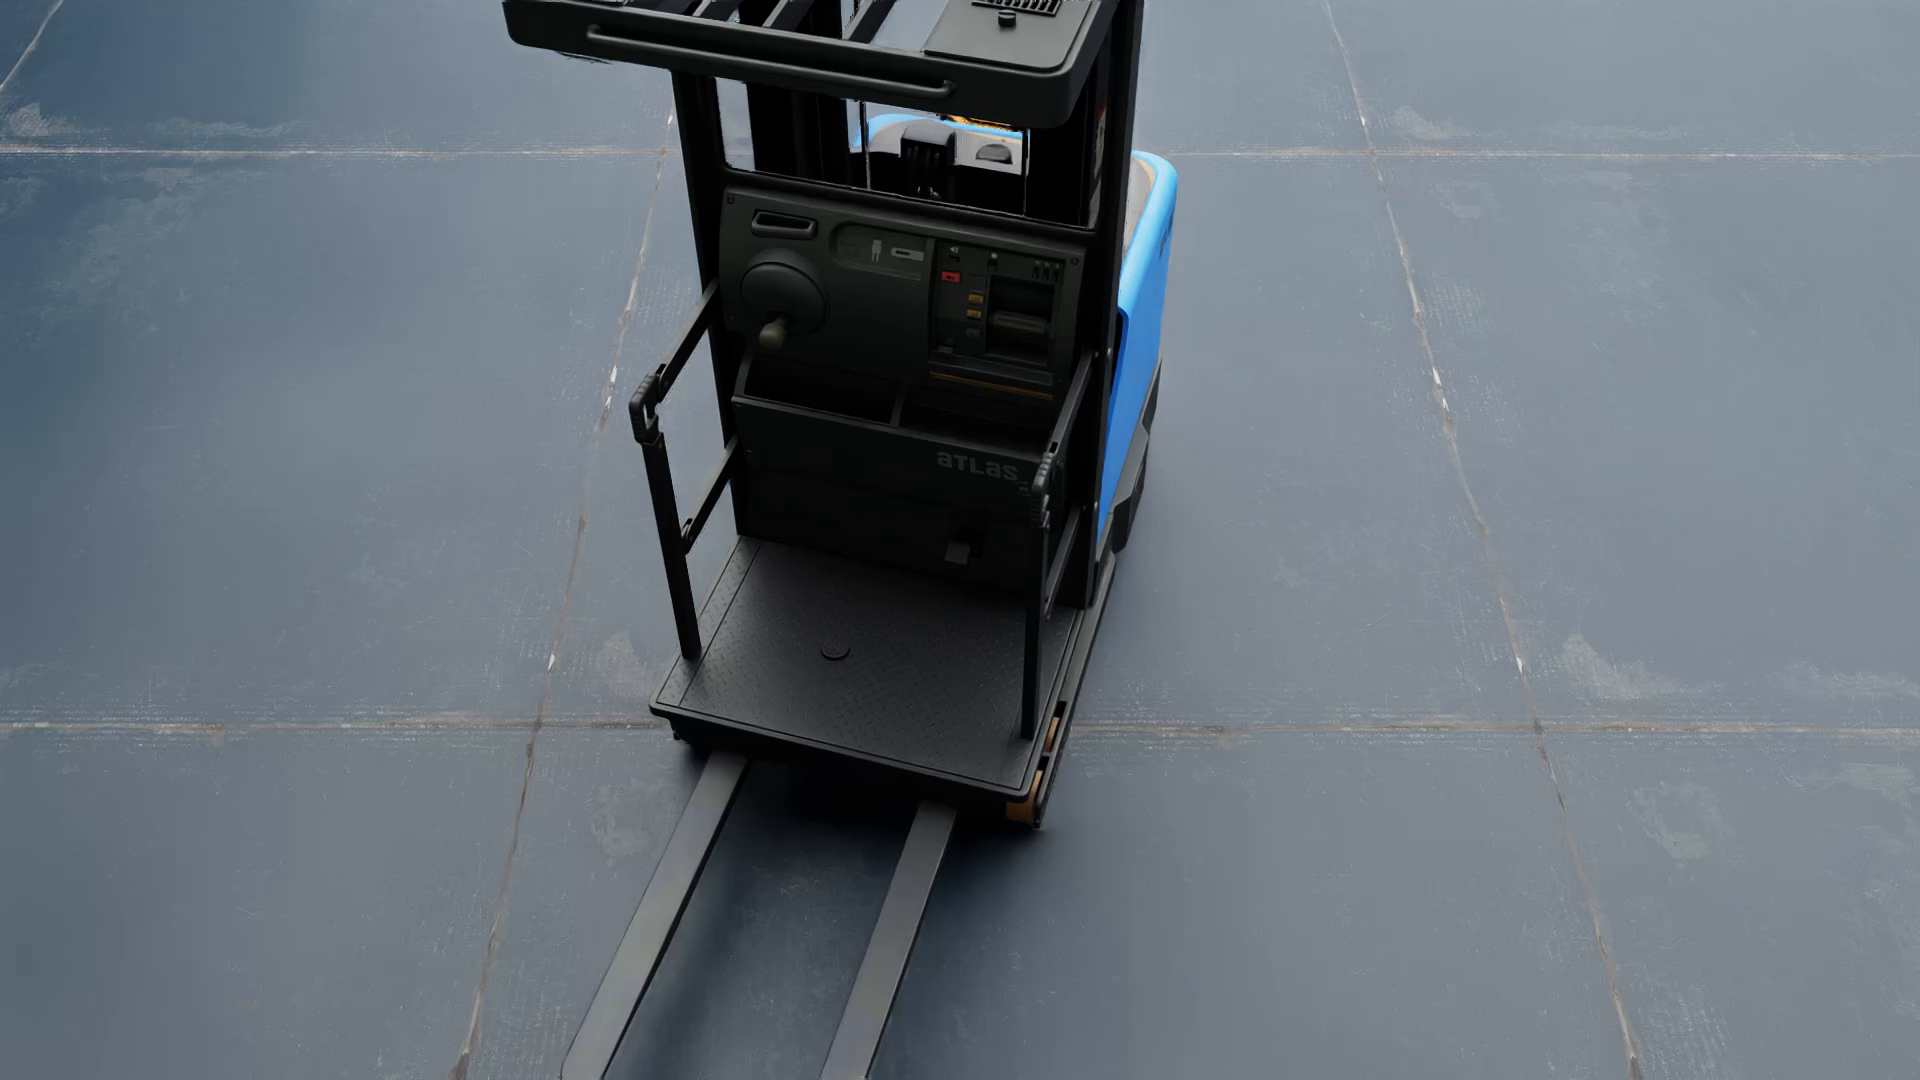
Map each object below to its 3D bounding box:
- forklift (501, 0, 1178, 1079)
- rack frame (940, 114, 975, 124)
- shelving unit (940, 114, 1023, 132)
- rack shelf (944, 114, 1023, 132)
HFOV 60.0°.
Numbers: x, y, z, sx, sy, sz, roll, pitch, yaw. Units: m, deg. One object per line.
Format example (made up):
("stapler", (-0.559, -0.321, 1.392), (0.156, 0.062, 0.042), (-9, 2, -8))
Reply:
("forklift", (-0.213, -0.520, 3.988), (1.130, 2.935, 3.031), (12, 48, 11))
("rack frame", (-0.011, -1.127, 5.734), (0.006, 1.200, 0.240), (-20, 50, -18))
("shelving unit", (0.071, -1.157, 5.763), (0.189, 1.200, 0.258), (-20, 50, -18))
("rack shelf", (0.072, -1.372, 5.532), (0.180, 0.103, 0.258), (-20, 50, -18))
